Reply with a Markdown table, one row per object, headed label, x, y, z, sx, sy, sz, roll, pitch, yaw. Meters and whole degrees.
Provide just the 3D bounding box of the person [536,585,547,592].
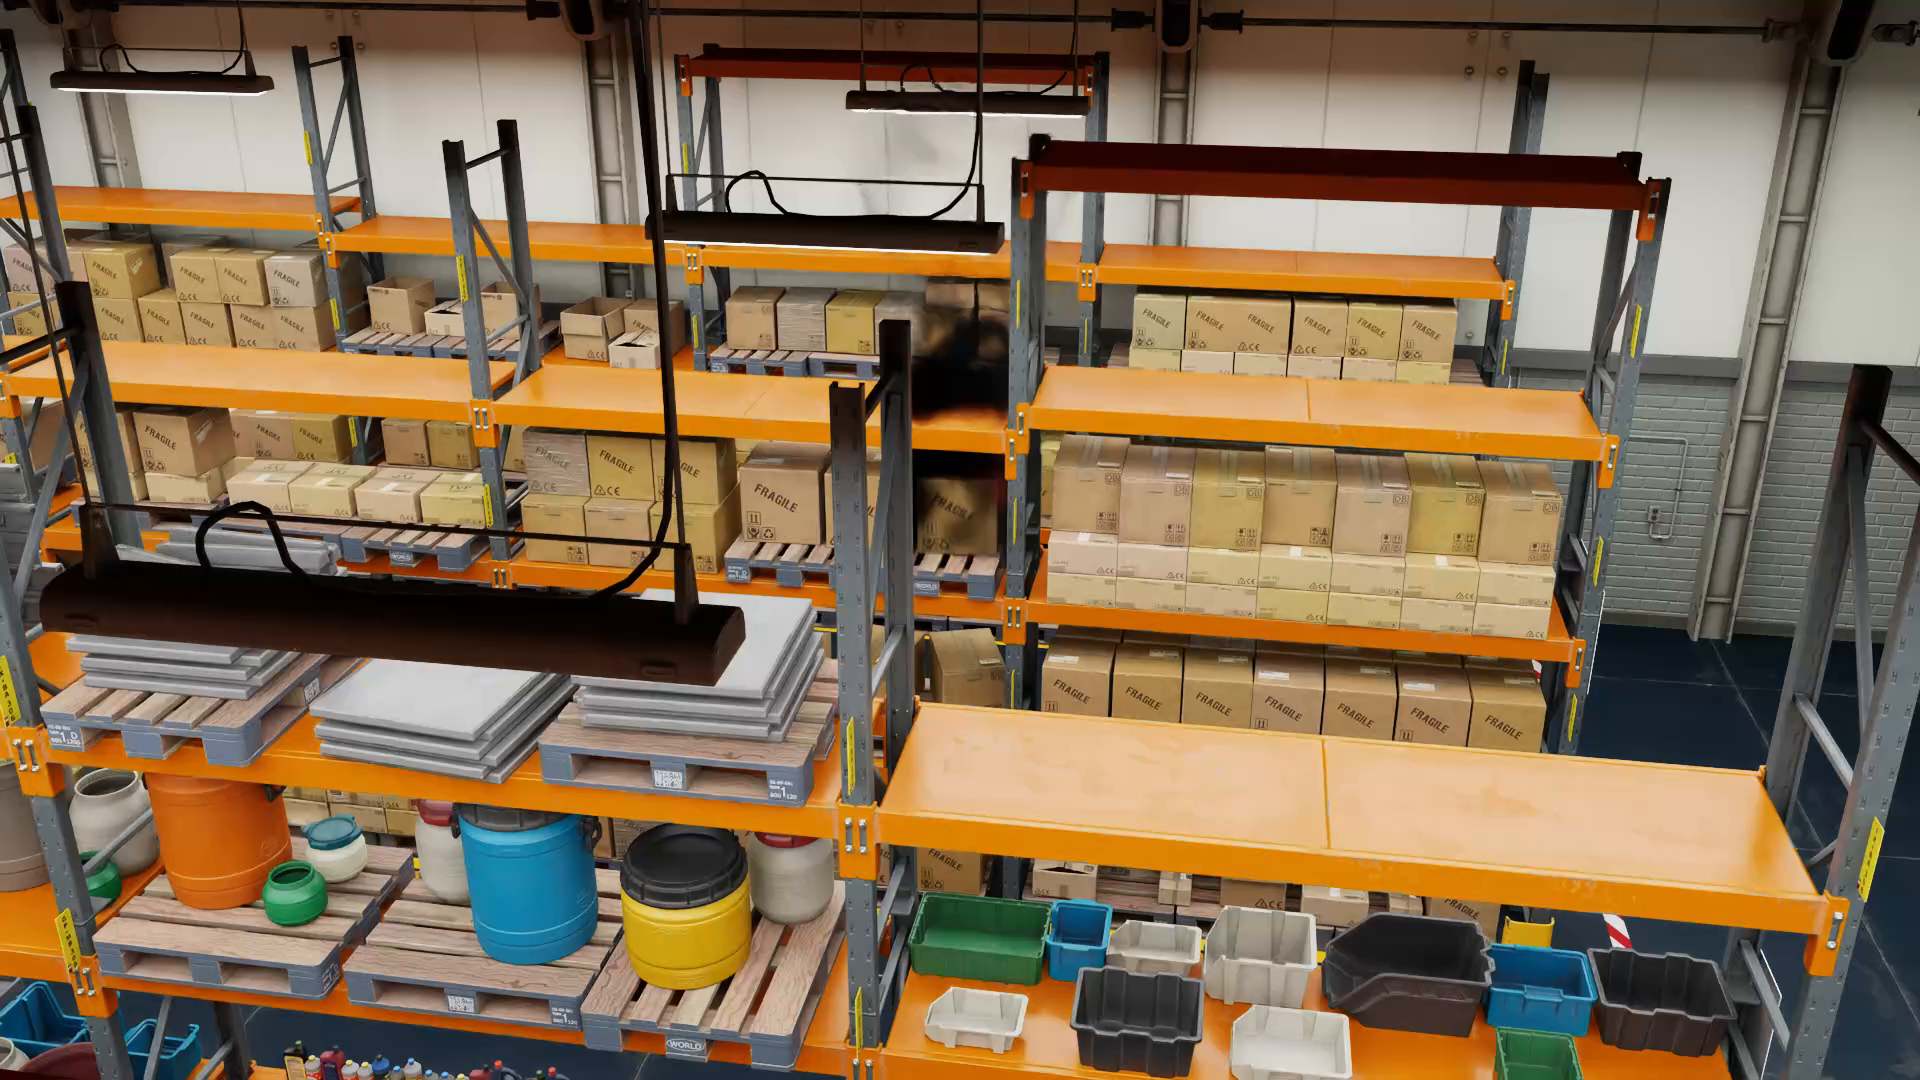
| label | x | y | z | sx | sy | sz | roll | pitch | yaw |
| --- | --- | --- | --- | --- | --- | --- | --- | --- | --- |
| person | -3.876 | 1.060 | 15.804 | 0.512 | 1.633 | 0.661 | 3 | 23 | 7 |
